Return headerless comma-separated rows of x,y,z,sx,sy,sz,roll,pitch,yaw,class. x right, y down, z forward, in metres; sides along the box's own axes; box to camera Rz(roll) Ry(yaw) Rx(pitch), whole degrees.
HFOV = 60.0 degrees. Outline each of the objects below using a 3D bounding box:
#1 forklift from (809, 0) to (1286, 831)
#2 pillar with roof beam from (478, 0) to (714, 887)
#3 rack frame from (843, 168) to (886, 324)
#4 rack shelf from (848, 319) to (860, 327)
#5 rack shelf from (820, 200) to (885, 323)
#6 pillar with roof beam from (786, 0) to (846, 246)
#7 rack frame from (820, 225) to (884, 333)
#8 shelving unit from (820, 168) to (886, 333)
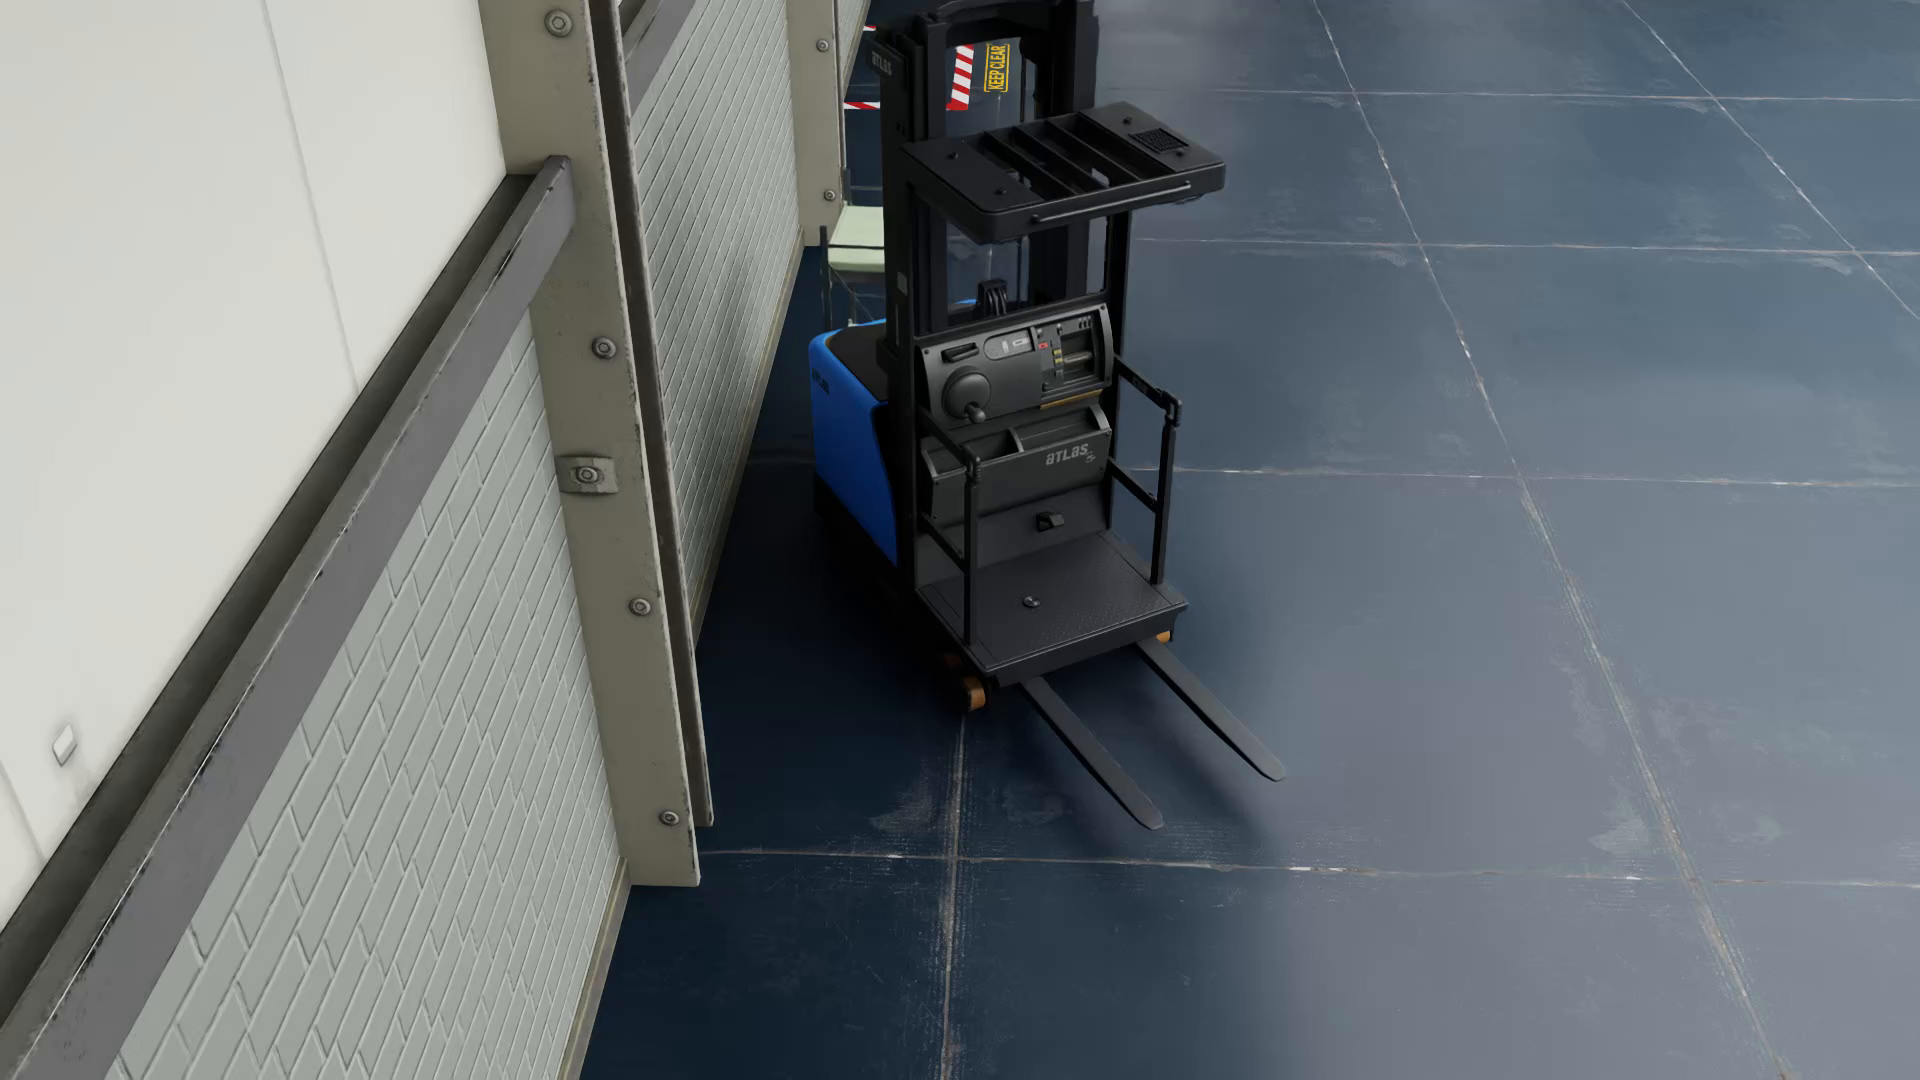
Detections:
0.360,-0.715,7.164,1.130,2.935,3.031,-17,38,-22,forklift
3.099,-2.302,4.145,9.100,9.000,0.400,1,35,2,pillar with roof beam
-0.427,-1.363,9.331,0.400,1.500,0.023,3,35,5,rack frame
-0.464,-0.887,9.220,0.431,0.370,0.720,3,35,5,rack shelf
-0.464,-1.473,8.808,0.431,0.370,0.720,3,35,5,rack shelf
3.340,-5.749,9.050,9.100,9.000,0.400,1,35,2,pillar with roof beam
-0.502,-0.944,8.735,0.400,1.500,0.023,3,35,5,rack frame
-0.464,-1.154,9.033,0.431,1.500,0.755,3,35,5,shelving unit
